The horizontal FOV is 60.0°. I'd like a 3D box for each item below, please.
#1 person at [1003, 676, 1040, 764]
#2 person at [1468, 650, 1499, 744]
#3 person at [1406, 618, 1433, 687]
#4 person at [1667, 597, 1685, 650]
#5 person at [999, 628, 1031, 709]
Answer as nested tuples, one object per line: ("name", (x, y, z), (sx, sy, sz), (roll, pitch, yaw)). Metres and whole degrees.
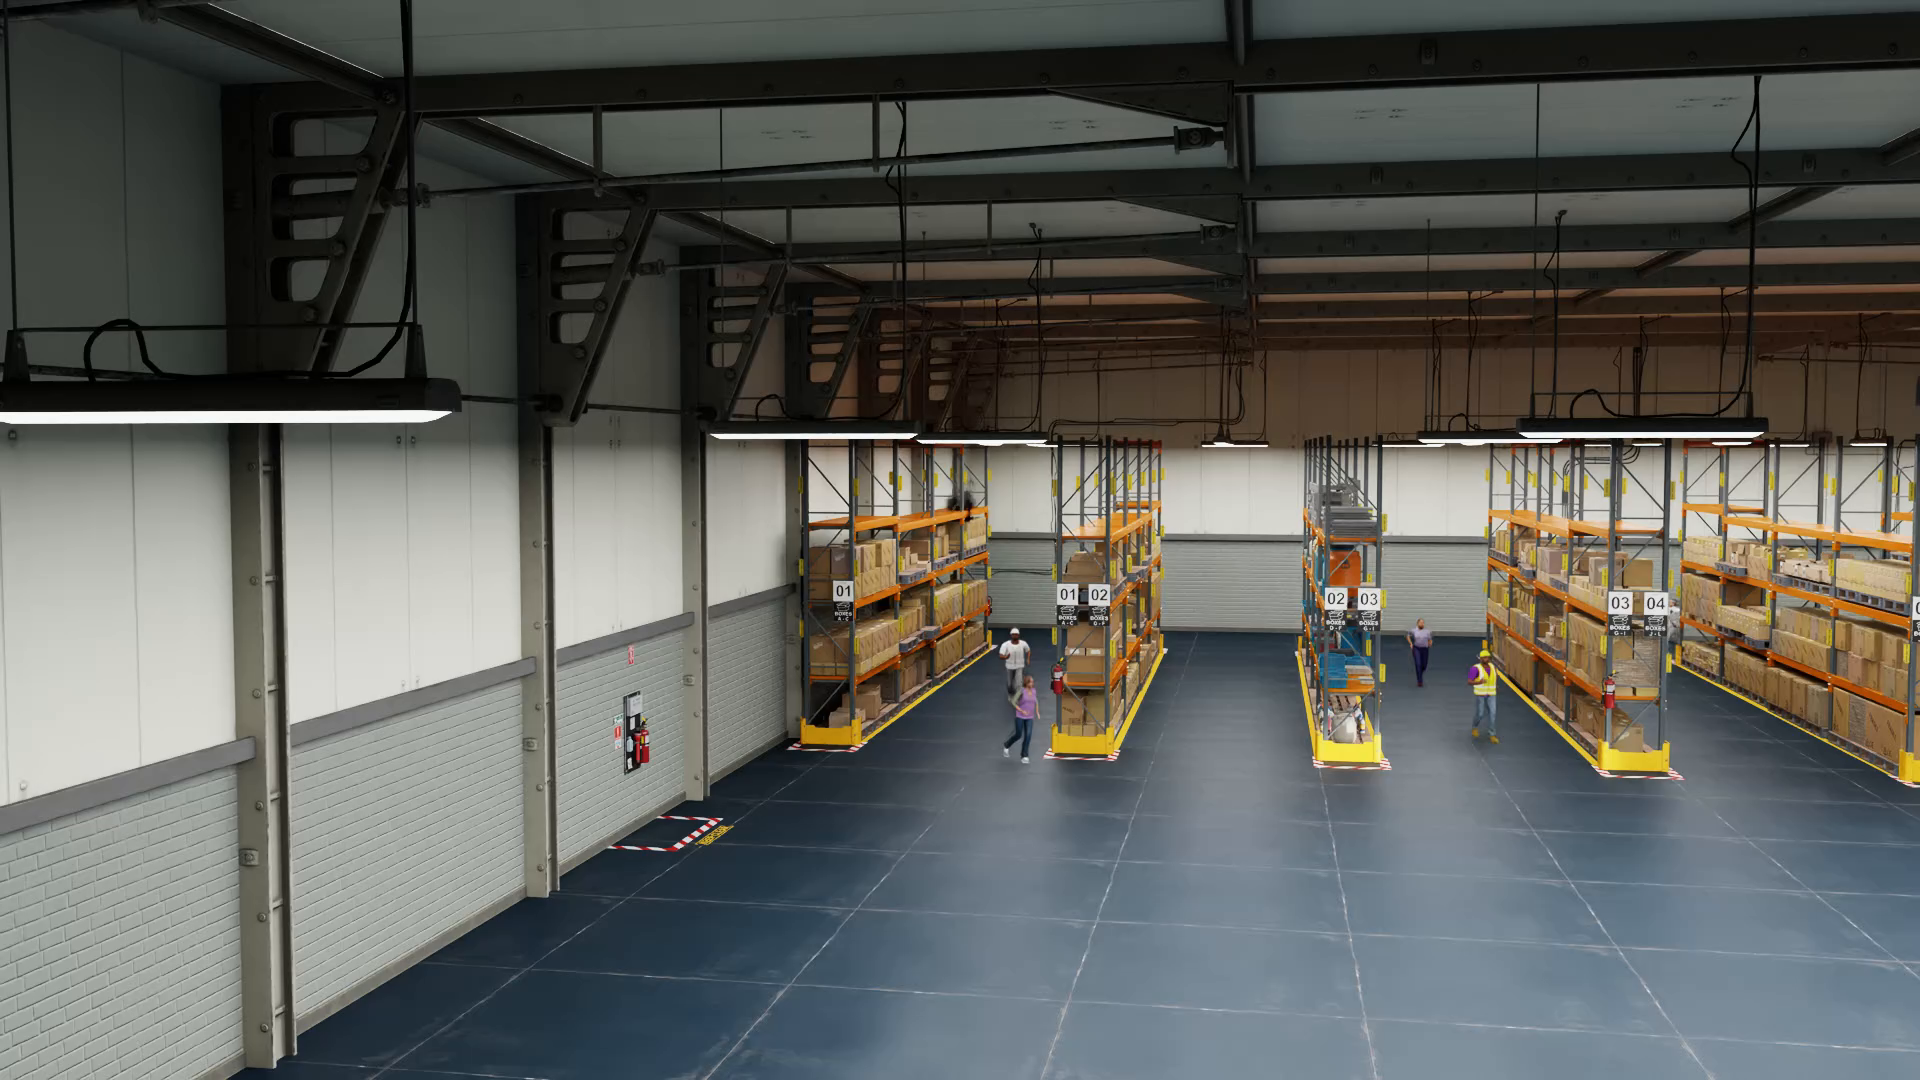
("person", (1.209, 3.274, 30.567), (0.608, 1.564, 0.794), (-2, 4, -29))
("person", (10.272, 3.038, 32.533), (0.694, 1.761, 0.951), (0, 3, -5))
("person", (11.210, 2.738, 40.558), (0.593, 1.635, 0.830), (0, 3, 3))
("person", (19.539, 2.411, 45.552), (0.897, 1.702, 0.636), (0, 3, 6))
("person", (1.221, 2.832, 36.914), (0.712, 1.742, 0.961), (0, 3, 2))
